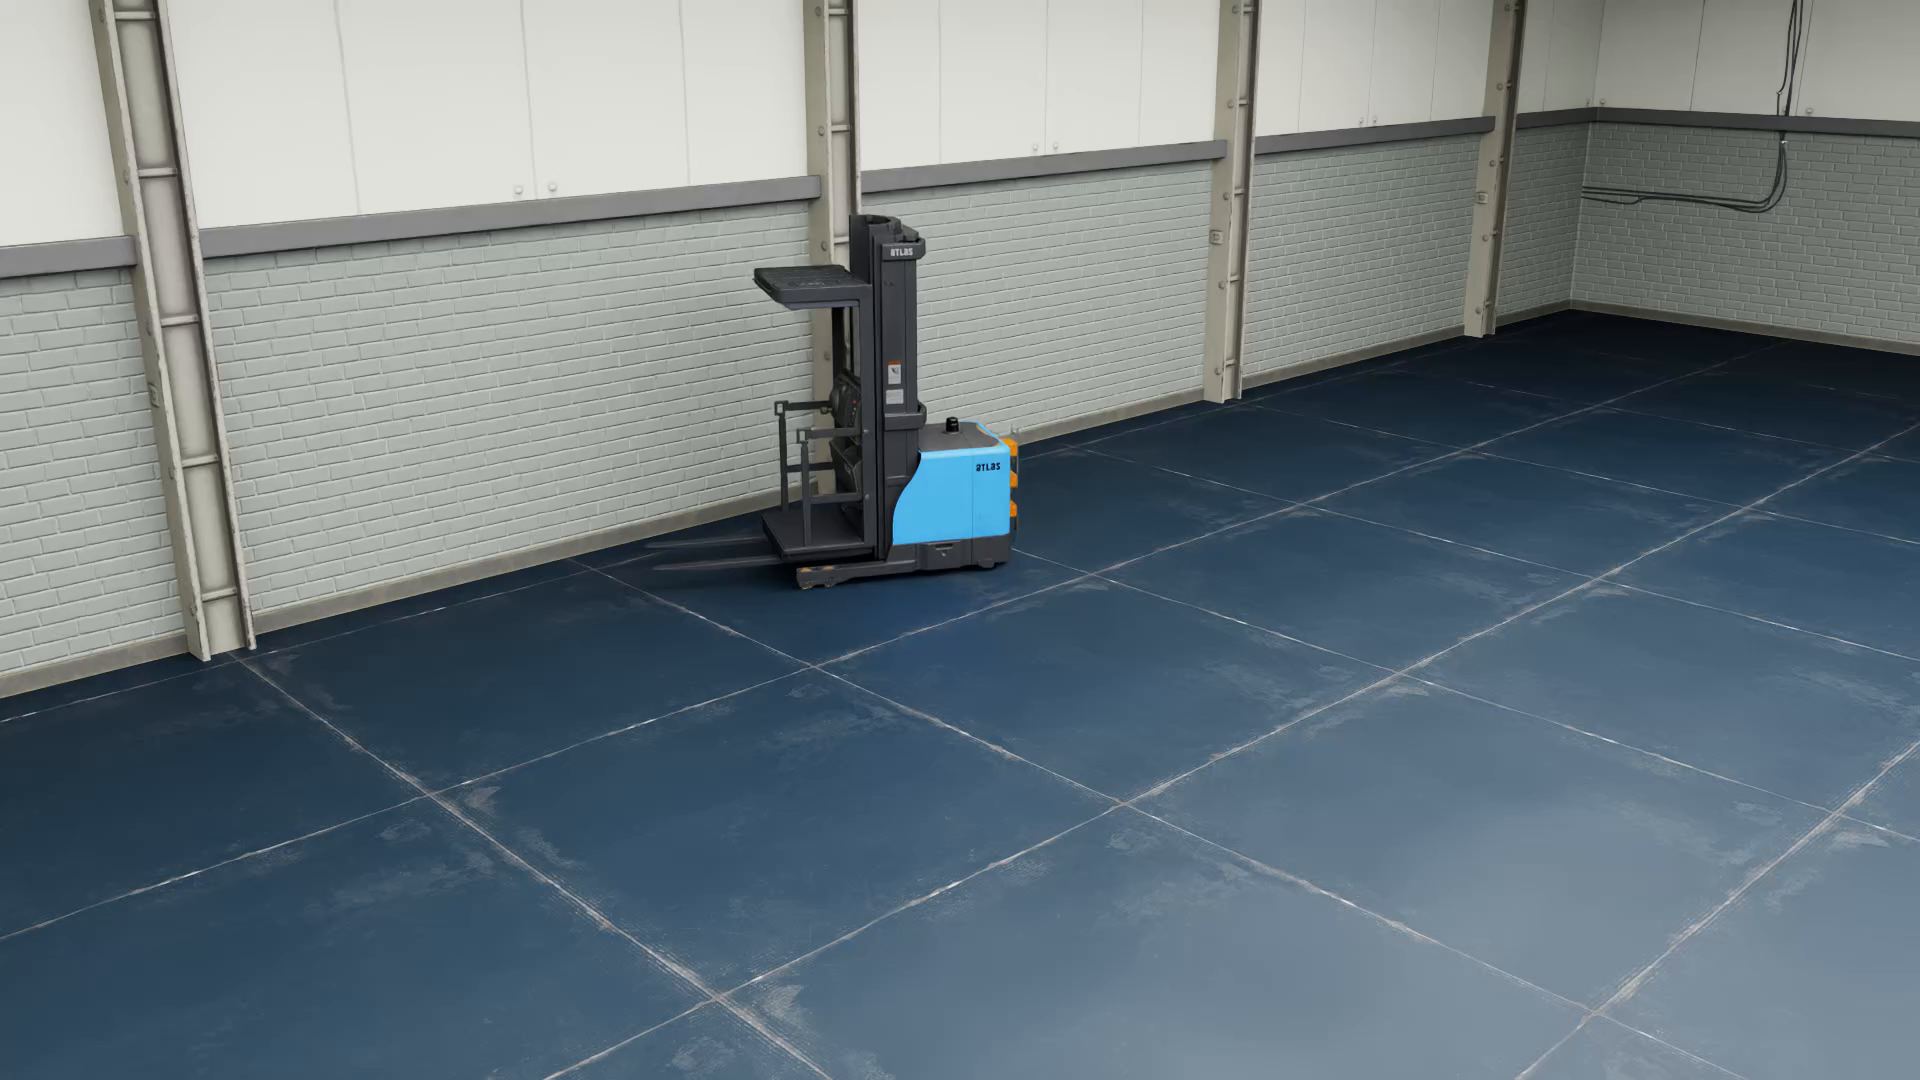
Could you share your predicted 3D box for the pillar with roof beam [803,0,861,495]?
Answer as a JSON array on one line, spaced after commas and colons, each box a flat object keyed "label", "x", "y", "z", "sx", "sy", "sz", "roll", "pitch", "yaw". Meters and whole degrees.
[{"label": "pillar with roof beam", "x": 1.790, "y": -3.770, "z": 12.021, "sx": 0.400, "sy": 9.000, "sz": 9.100, "roll": -16, "pitch": 24, "yaw": -41}]

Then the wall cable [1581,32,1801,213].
[{"label": "wall cable", "x": 10.601, "y": -6.128, "z": 24.329, "sx": 0.112, "sy": 2.526, "sz": 3.097, "roll": -16, "pitch": 24, "yaw": -41}]

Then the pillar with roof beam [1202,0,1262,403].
[{"label": "pillar with roof beam", "x": 6.150, "y": -5.041, "z": 15.942, "sx": 0.400, "sy": 9.000, "sz": 9.100, "roll": -16, "pitch": 24, "yaw": -41}]

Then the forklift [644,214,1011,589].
[{"label": "forklift", "x": -1.138, "y": -1.171, "z": 13.845, "sx": 3.031, "sy": 2.935, "sz": 1.130, "roll": -5, "pitch": 19, "yaw": -16}]

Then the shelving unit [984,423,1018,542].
[{"label": "shelving unit", "x": 0.363, "y": -0.504, "z": 14.836, "sx": 0.252, "sy": 1.050, "sz": 0.215, "roll": -5, "pitch": 19, "yaw": -16}]

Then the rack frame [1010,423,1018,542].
[{"label": "rack frame", "x": 0.480, "y": -0.514, "z": 14.868, "sx": 0.008, "sy": 1.050, "sz": 0.200, "roll": -5, "pitch": 19, "yaw": -16}]

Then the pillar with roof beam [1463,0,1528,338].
[{"label": "pillar with roof beam", "x": 10.510, "y": -6.312, "z": 19.863, "sx": 0.400, "sy": 9.000, "sz": 9.100, "roll": -16, "pitch": 24, "yaw": -41}]

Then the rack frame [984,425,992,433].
[{"label": "rack frame", "x": 0.246, "y": -0.493, "z": 14.803, "sx": 0.008, "sy": 1.050, "sz": 0.200, "roll": -5, "pitch": 19, "yaw": -16}]

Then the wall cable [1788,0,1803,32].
[{"label": "wall cable", "x": 12.460, "y": -7.924, "z": 21.681, "sx": 0.112, "sy": 2.526, "sz": 3.097, "roll": -16, "pitch": 24, "yaw": -41}]

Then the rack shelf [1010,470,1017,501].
[{"label": "rack shelf", "x": 0.363, "y": -0.494, "z": 14.839, "sx": 0.240, "sy": 0.259, "sz": 0.215, "roll": -5, "pitch": 19, "yaw": -16}]

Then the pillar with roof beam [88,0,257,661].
[{"label": "pillar with roof beam", "x": -2.569, "y": -2.498, "z": 8.100, "sx": 0.400, "sy": 9.000, "sz": 9.100, "roll": -16, "pitch": 24, "yaw": -41}]

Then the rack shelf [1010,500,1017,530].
[{"label": "rack shelf", "x": 0.363, "y": -0.229, "z": 14.925, "sx": 0.240, "sy": 0.259, "sz": 0.215, "roll": -5, "pitch": 19, "yaw": -16}]

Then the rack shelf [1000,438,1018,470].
[{"label": "rack shelf", "x": 0.363, "y": -0.763, "z": 14.751, "sx": 0.240, "sy": 0.259, "sz": 0.215, "roll": -5, "pitch": 19, "yaw": -16}]
